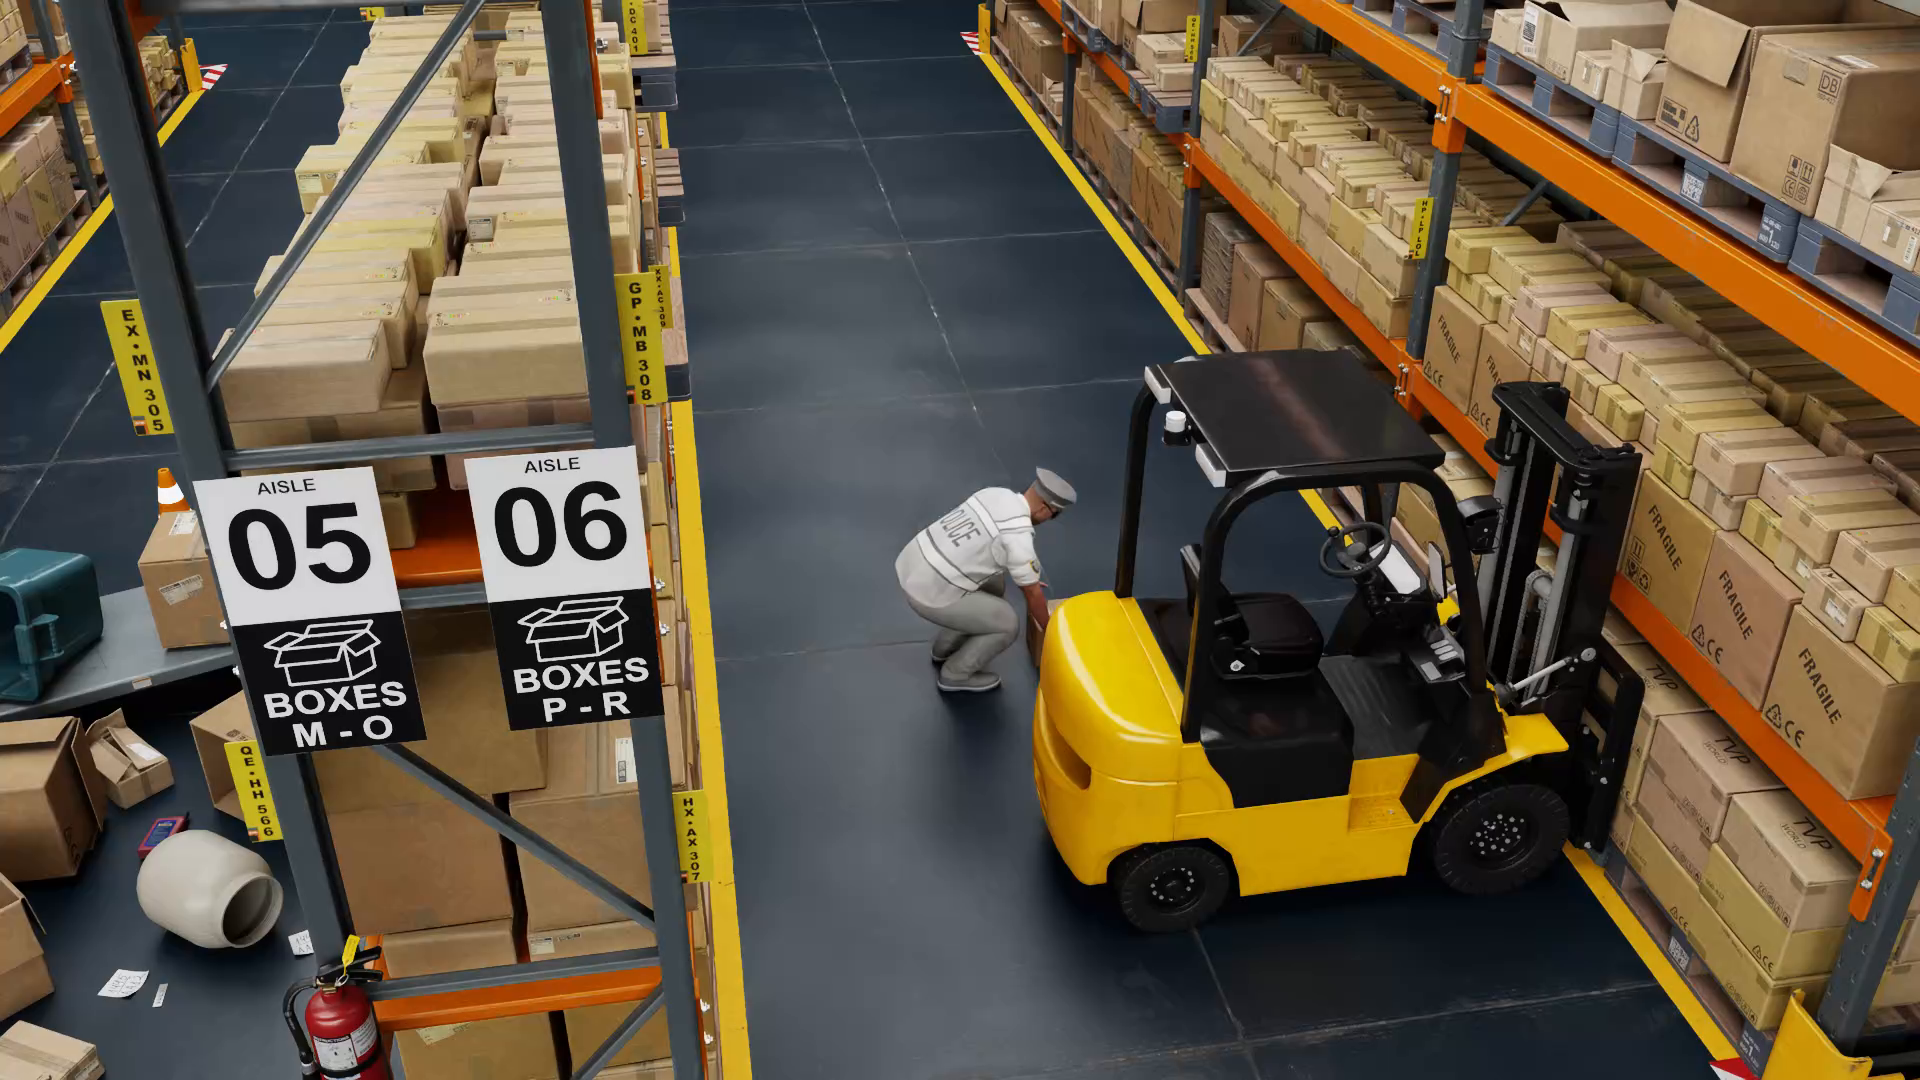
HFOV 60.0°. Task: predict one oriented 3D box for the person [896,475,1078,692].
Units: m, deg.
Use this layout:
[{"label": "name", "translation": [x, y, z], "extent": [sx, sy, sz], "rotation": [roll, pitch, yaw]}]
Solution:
[{"label": "person", "translation": [0.142, 0.203, 8.481], "extent": [0.938, 1.052, 0.578], "rotation": [-5, 31, -9]}]
